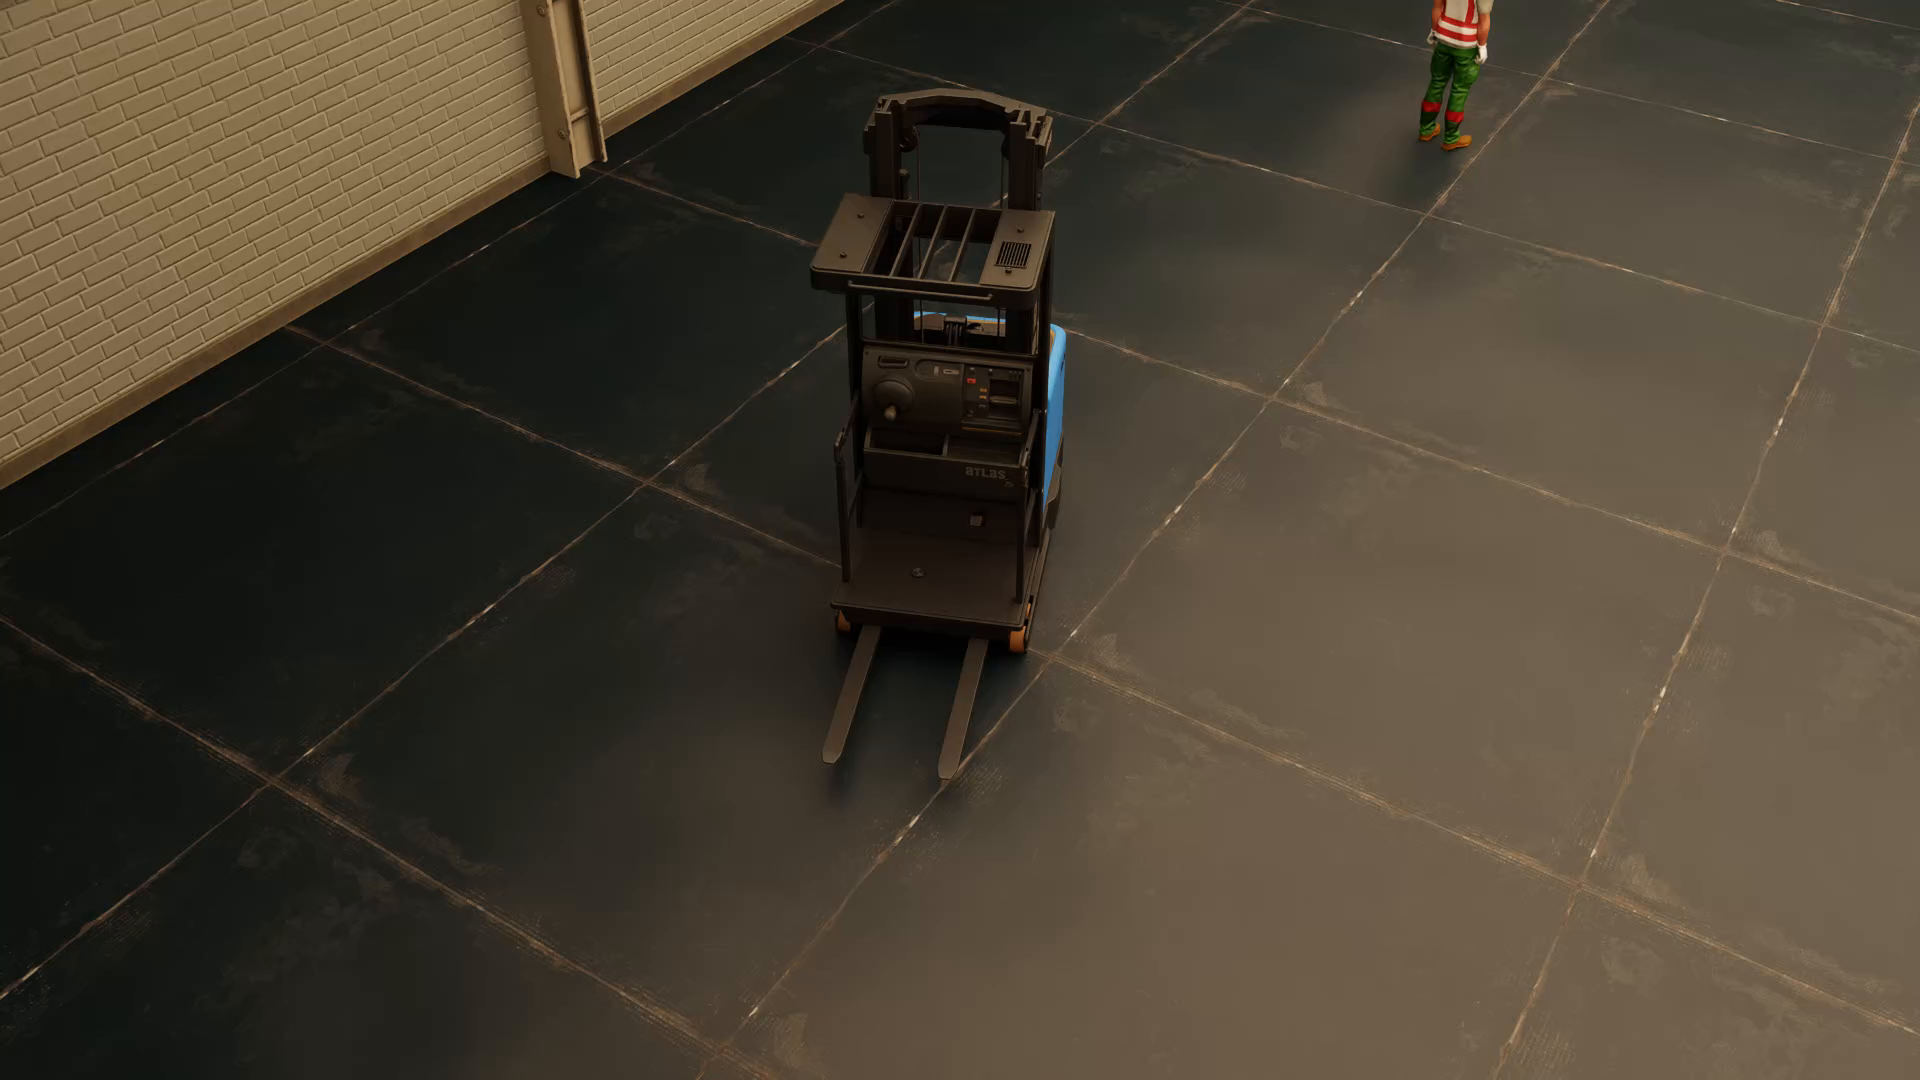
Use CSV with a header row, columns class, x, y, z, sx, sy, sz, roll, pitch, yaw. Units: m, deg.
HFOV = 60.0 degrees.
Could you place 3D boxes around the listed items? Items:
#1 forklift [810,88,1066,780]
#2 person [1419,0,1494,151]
class,x,y,z,sx,sy,sz,roll,pitch,yaw
forklift,-0.108,-0.731,8.830,1.130,2.935,3.031,7,41,8
person,4.119,-4.117,13.707,0.345,1.795,0.547,-31,49,-31
